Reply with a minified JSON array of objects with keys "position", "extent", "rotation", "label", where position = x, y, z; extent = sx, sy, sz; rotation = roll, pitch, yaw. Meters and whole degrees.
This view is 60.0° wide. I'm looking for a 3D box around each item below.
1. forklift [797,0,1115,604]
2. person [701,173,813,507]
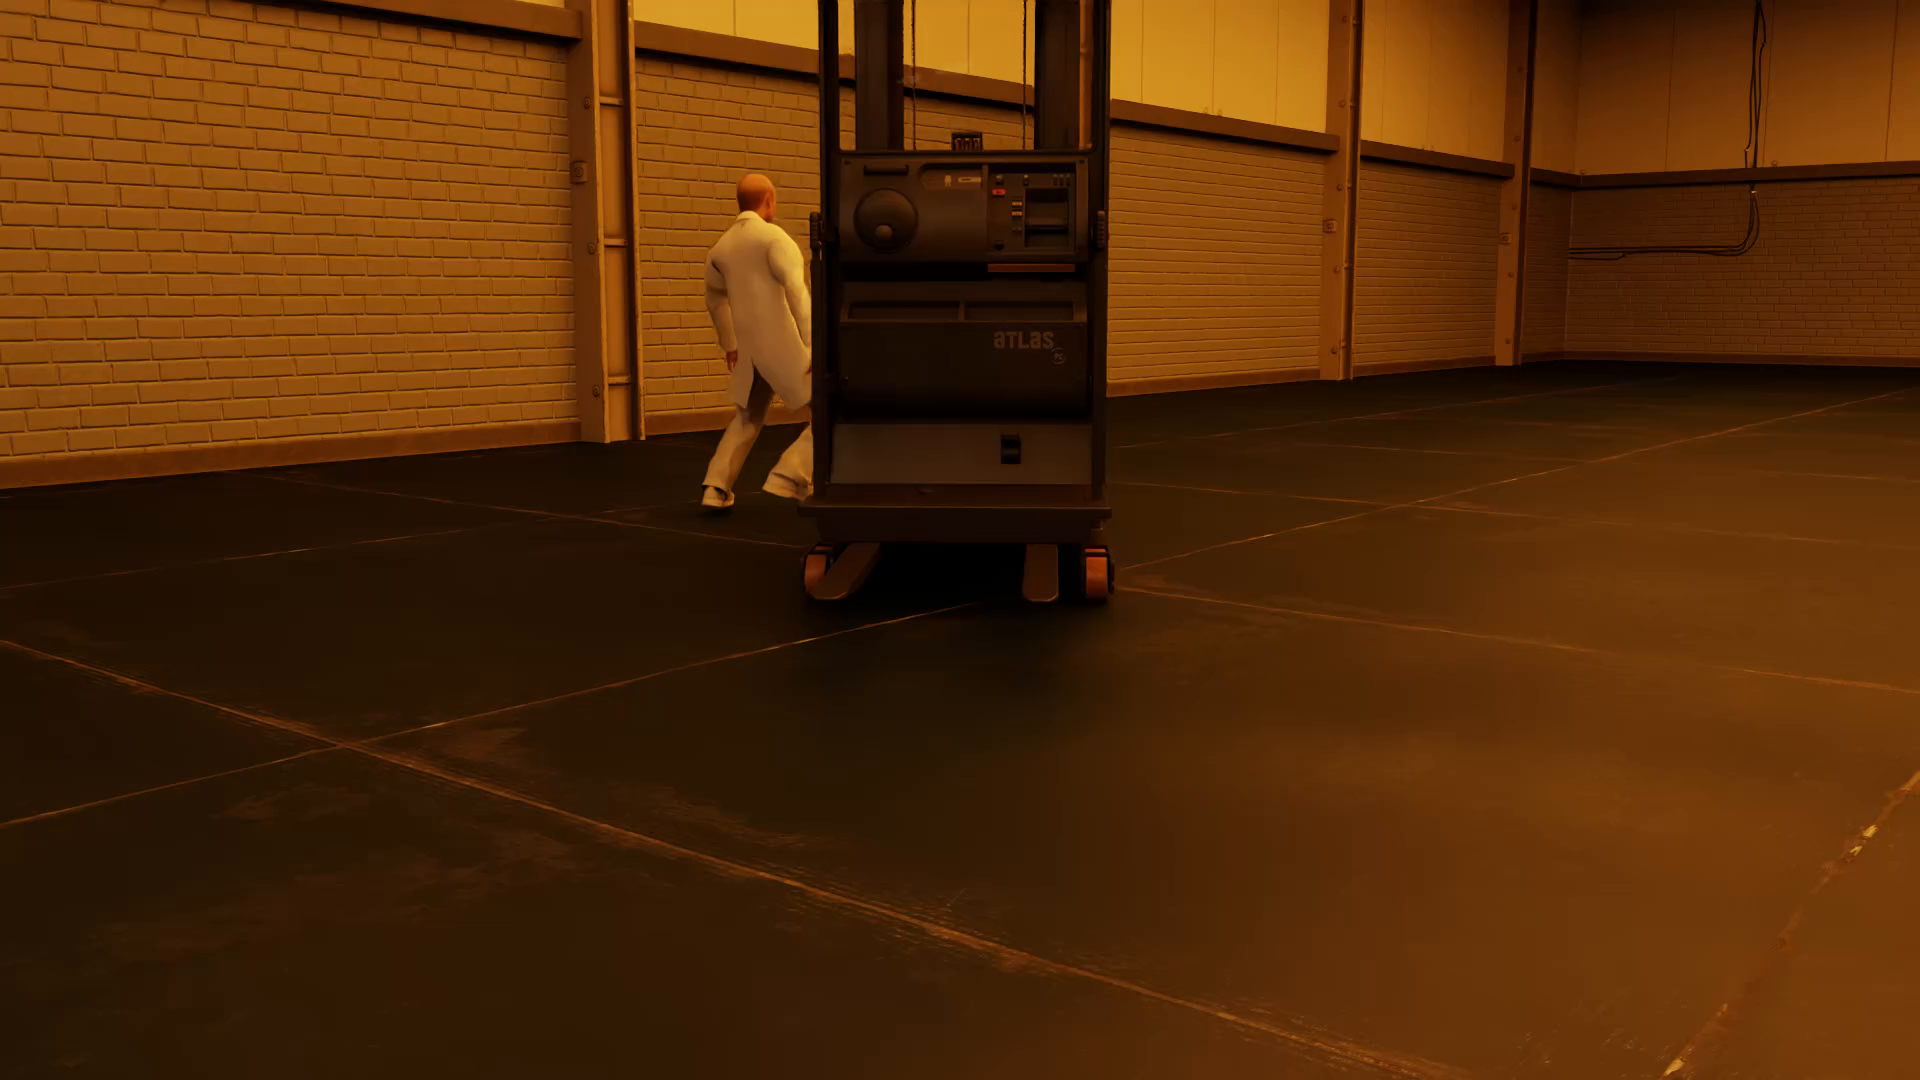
[{"position":[0.004,-1.278,6.019],"extent":[1.130,2.935,3.031],"rotation":[0,8,3],"label":"forklift"},{"position":[-0.915,-0.955,8.098],"extent":[0.596,1.631,0.963],"rotation":[-8,11,-42],"label":"person"}]
